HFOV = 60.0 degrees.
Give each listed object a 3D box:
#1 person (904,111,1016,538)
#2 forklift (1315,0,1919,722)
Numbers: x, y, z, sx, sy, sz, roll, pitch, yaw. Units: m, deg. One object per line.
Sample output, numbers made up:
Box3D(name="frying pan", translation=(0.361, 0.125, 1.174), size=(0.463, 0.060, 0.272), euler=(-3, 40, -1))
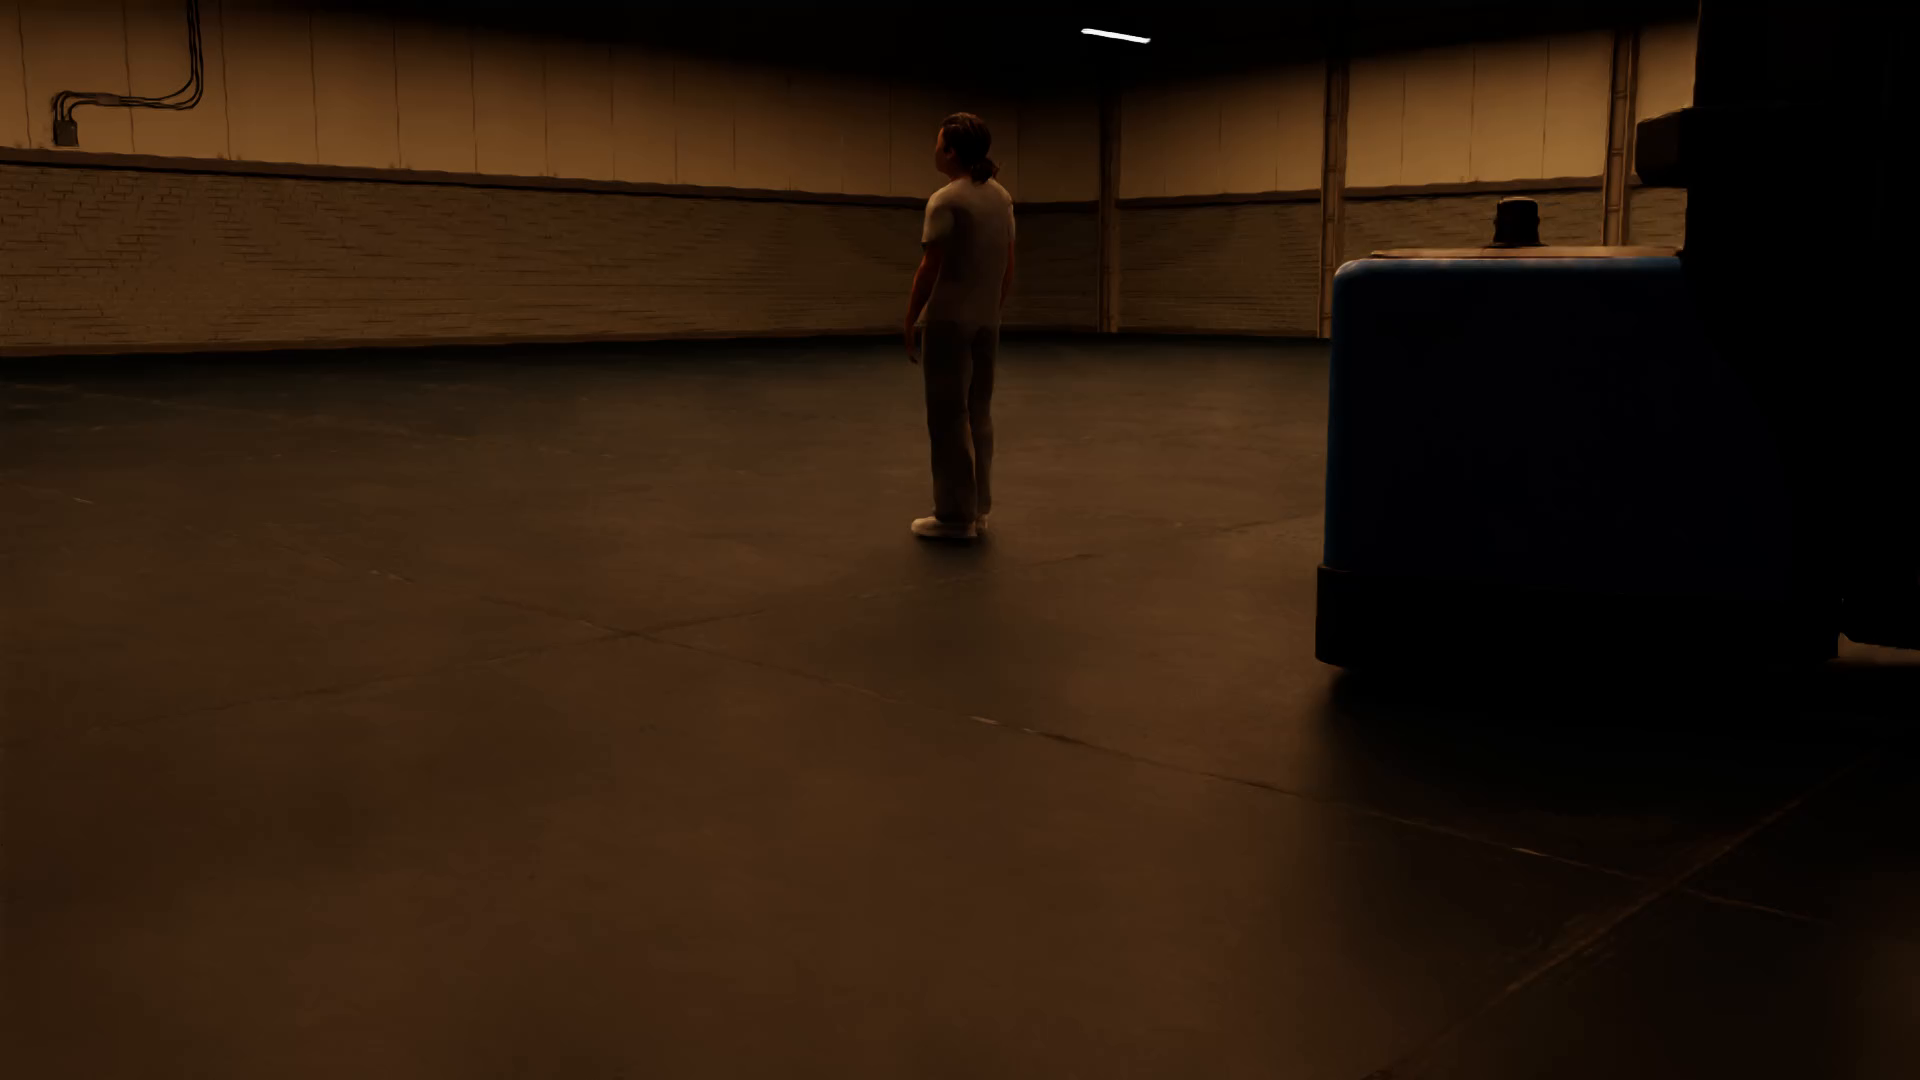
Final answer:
Box3D(name="person", translation=(-0.044, -0.845, 6.652), size=(0.548, 1.674, 0.550), euler=(8, 12, 43))
Box3D(name="forklift", translation=(2.469, -1.048, 3.834), size=(3.031, 2.935, 1.130), euler=(4, 9, 24))
